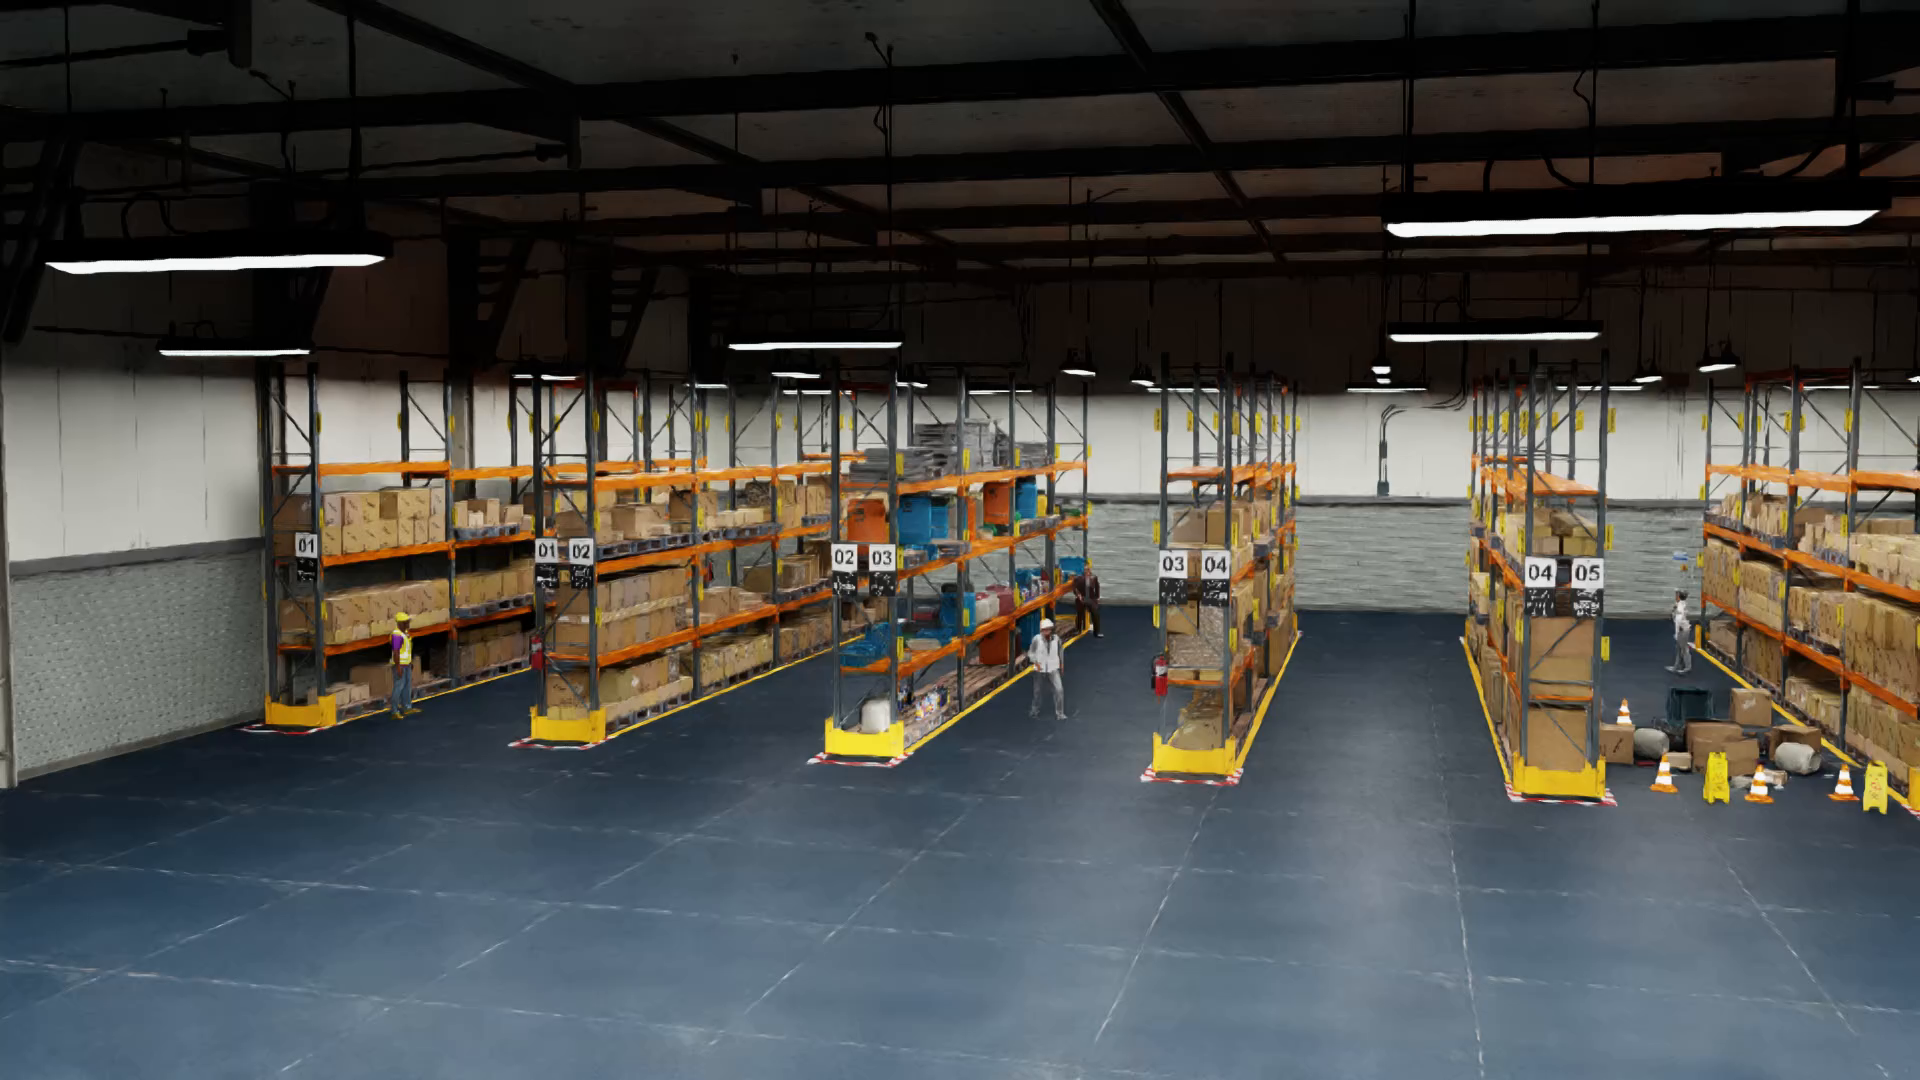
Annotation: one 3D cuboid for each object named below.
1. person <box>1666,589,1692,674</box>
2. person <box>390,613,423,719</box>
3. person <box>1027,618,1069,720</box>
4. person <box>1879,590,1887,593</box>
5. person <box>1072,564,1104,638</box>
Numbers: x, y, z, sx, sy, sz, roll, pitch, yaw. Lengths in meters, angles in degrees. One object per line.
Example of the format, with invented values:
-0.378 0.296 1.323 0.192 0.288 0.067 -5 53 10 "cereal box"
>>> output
14.411 1.819 33.281 0.523 1.658 0.565 2 5 31 "person"
-9.427 2.113 28.243 0.465 1.771 0.645 0 4 -4 "person"
1.471 2.162 28.146 0.682 1.713 0.844 0 4 -2 "person"
20.476 1.600 36.672 0.531 1.666 0.563 -1 4 -11 "person"
2.952 1.412 38.800 0.724 1.700 0.905 0 4 -2 "person"
